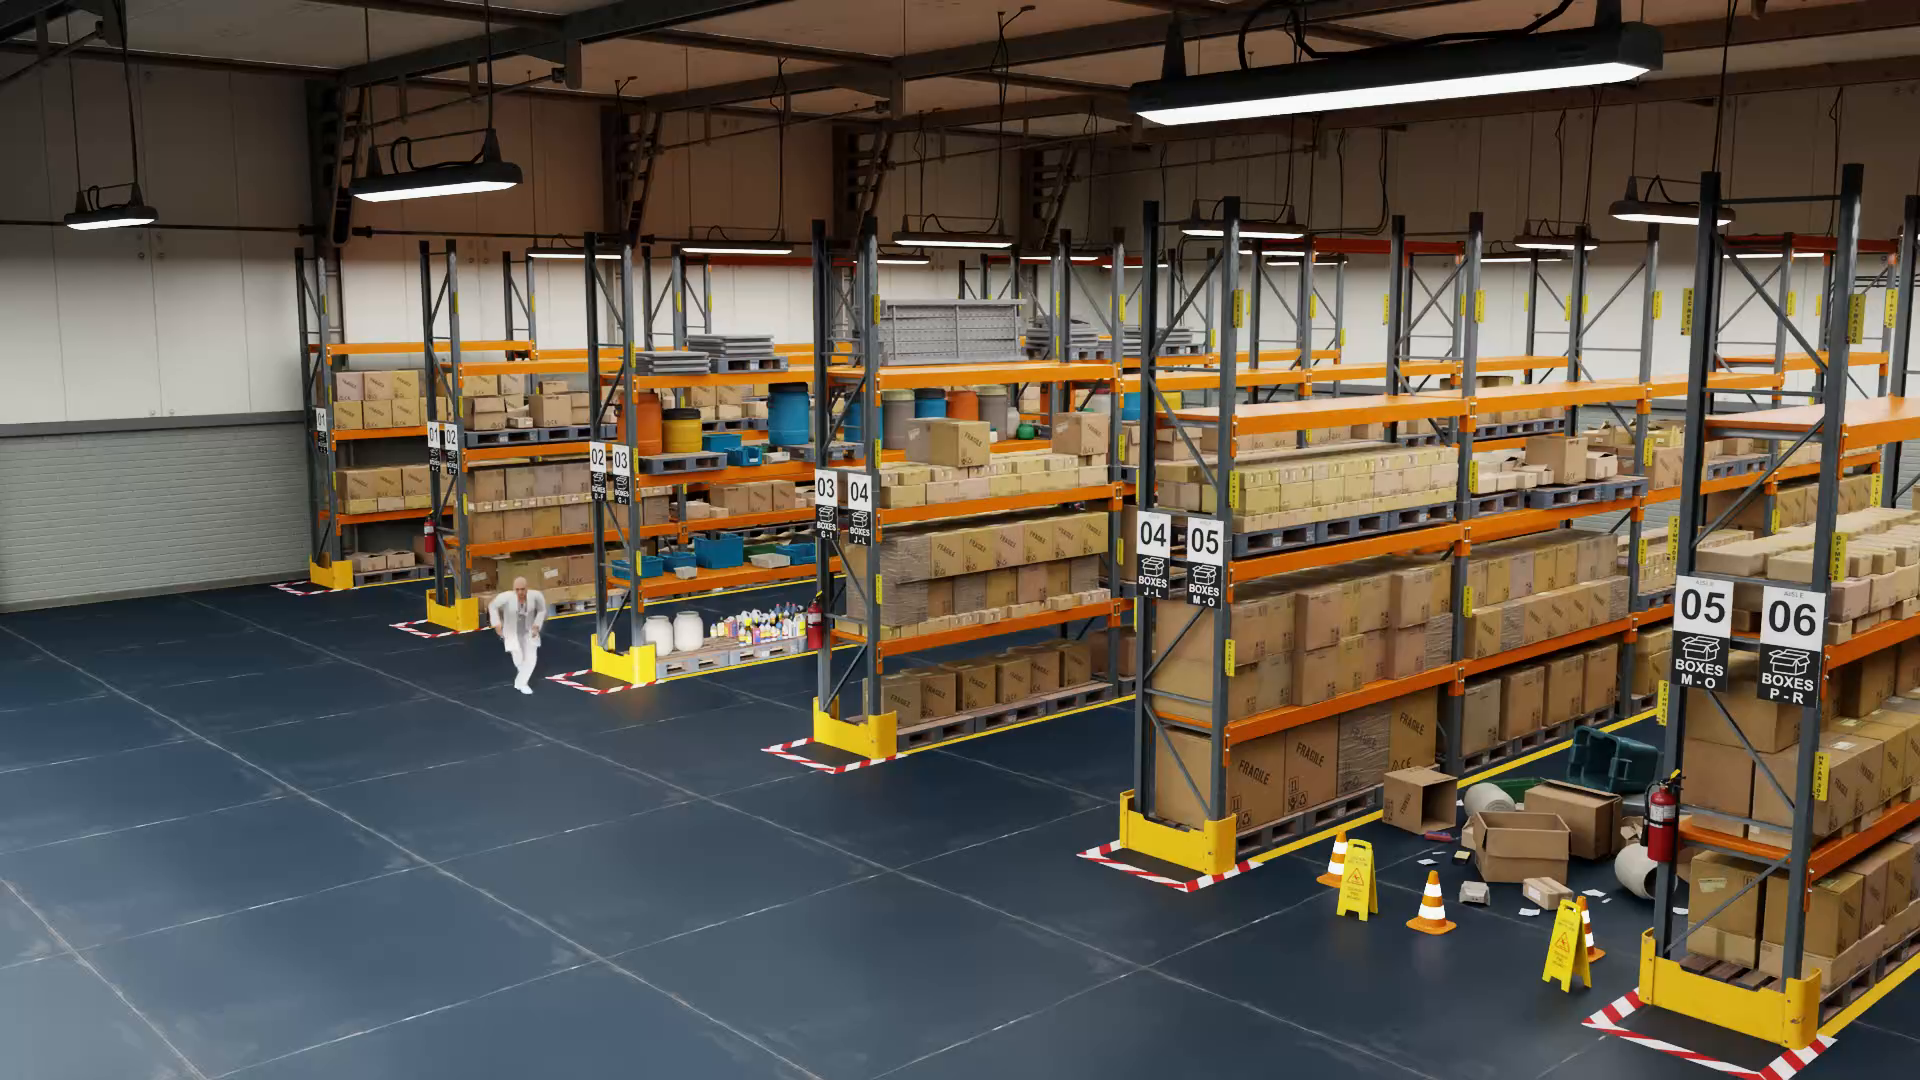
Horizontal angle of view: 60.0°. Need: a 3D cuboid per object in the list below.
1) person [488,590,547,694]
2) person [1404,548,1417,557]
[{"bbox_3d":[-5.798,1.299,21.791,0.731,1.420,0.784,-3,9,-20],"label":"person"},{"bbox_3d":[6.489,0.766,23.911,0.804,1.540,0.591,-6,10,-35],"label":"person"}]
